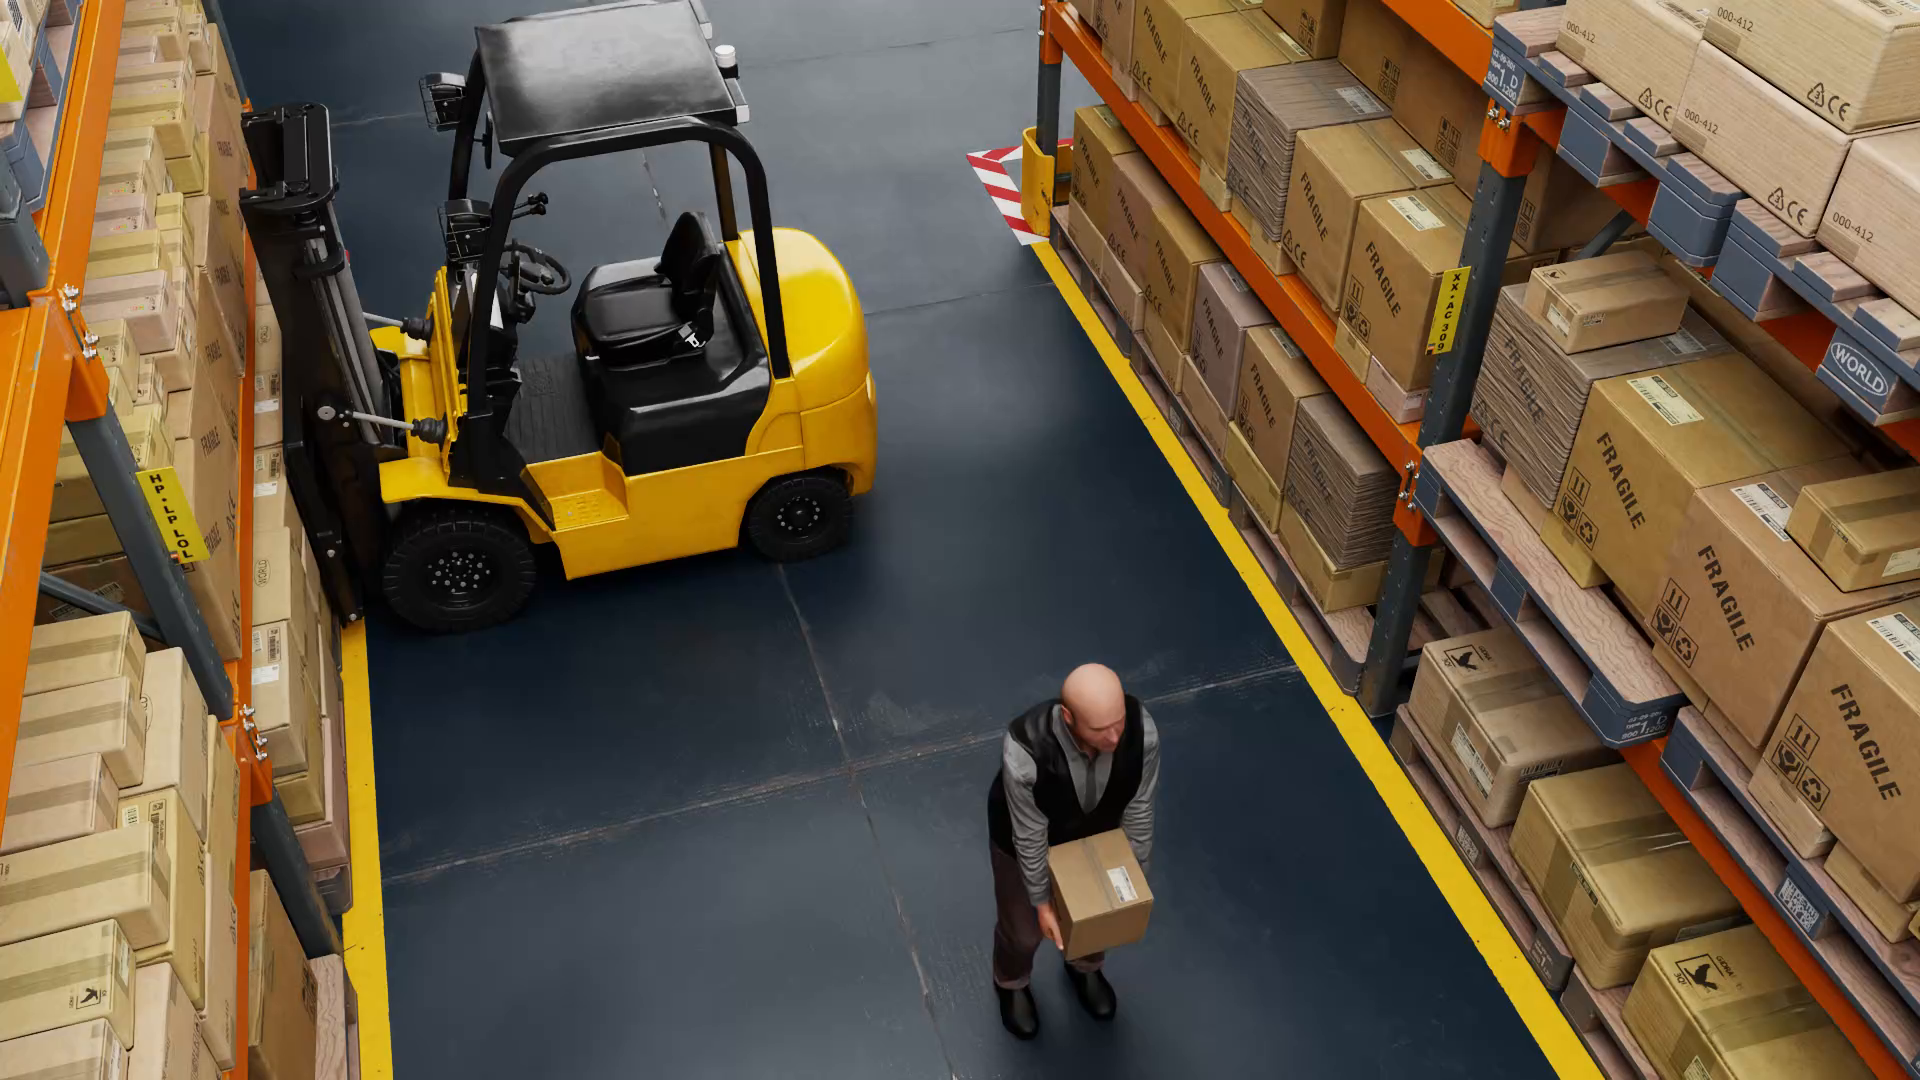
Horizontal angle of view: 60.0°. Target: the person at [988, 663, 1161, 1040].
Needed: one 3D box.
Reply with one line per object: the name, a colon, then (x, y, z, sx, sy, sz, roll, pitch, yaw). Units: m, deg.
person: (0.351, 0.970, 5.119, 0.486, 1.703, 0.581, -13, 43, -14)
